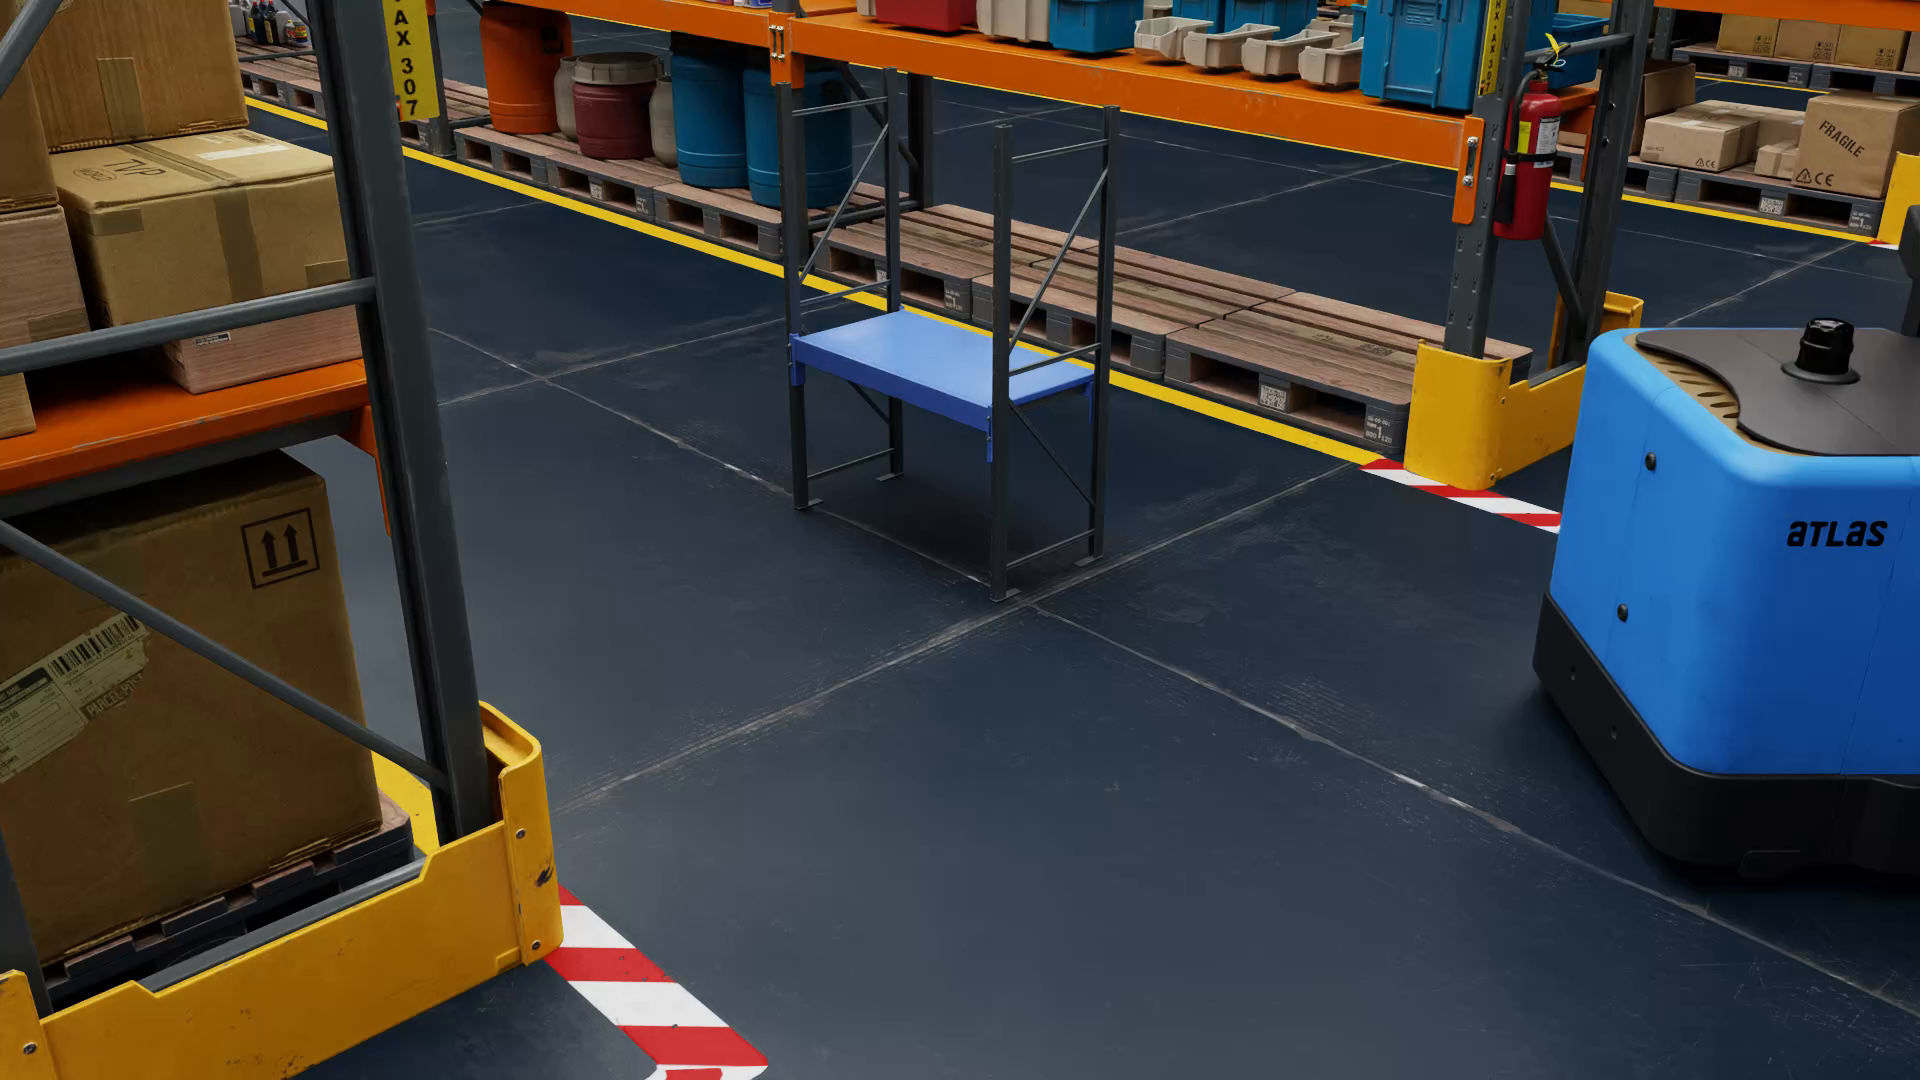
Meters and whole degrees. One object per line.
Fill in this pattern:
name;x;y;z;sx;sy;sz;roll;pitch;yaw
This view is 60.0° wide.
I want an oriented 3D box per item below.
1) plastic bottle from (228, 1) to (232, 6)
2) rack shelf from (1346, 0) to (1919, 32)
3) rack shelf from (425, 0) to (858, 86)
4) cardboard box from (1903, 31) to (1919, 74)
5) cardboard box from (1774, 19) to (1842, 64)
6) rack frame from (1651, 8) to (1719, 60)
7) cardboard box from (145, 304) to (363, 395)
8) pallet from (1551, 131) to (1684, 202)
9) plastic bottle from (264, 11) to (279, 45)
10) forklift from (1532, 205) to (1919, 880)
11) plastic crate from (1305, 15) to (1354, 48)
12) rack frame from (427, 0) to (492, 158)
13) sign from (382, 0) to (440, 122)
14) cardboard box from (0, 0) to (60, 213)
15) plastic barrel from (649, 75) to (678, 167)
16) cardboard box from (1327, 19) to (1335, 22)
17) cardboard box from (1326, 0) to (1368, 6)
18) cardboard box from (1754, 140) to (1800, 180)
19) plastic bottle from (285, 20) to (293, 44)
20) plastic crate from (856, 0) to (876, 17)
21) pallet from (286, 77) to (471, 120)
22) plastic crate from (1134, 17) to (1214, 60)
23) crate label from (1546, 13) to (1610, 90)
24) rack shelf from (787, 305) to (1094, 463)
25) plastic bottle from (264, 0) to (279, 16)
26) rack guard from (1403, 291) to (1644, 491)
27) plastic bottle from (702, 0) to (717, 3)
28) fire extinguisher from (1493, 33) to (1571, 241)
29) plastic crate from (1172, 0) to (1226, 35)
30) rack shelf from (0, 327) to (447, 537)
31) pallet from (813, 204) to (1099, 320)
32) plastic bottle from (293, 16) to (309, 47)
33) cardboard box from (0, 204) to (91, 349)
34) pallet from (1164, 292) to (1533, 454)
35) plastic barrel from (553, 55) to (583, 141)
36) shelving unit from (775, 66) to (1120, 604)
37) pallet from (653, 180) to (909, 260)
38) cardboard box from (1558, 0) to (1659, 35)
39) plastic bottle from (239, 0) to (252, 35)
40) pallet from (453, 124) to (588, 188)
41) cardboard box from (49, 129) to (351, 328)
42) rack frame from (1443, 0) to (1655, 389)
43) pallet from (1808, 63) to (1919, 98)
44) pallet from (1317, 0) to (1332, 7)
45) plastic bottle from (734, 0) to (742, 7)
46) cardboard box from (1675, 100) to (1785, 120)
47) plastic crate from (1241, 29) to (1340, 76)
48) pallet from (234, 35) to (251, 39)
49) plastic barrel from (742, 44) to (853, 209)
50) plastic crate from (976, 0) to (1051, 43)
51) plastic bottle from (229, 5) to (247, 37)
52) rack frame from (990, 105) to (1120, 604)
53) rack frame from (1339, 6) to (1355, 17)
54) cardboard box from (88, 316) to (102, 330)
plastic bottle;-6.929;-5.006;15.860;0.152;0.276;0.135;-22;33;-40
rack shelf;4.436;-3.438;10.539;1.077;0.370;4.000;-21;32;-38
rack shelf;-1.917;-3.246;10.118;1.077;0.370;4.000;-21;32;-38
cardboard box;8.178;-4.107;13.645;0.500;0.500;0.700;23;33;40
cardboard box;7.459;-4.423;14.336;0.700;0.500;0.500;-22;32;-39
rack frame;6.682;-5.778;14.801;1.000;3.000;0.127;-21;32;-38
cardboard box;-1.433;-0.437;3.397;0.380;0.149;0.250;-21;32;-38
pallet;4.375;-2.524;11.030;1.003;0.211;1.213;-21;32;-38
plastic bottle;-6.234;-4.636;15.041;0.061;0.283;0.133;-21;32;-38
forklift;3.161;-0.727;3.812;3.031;2.935;1.130;0;25;0
plastic crate;1.633;-2.157;7.110;0.250;0.136;0.298;-21;32;-38
rack frame;-3.284;-4.179;11.297;1.000;3.000;0.127;-21;32;-38
sign;-1.022;-0.936;3.049;0.100;0.325;0.005;-21;32;-38
cardboard box;-1.956;-0.832;2.878;0.500;0.500;0.500;-21;32;-38
plastic barrel;-1.714;-2.607;10.342;0.421;0.512;0.421;0;25;0
cardboard box;2.916;-3.650;12.618;0.500;0.500;0.500;22;33;39
cardboard box;4.355;-5.943;17.246;0.750;0.750;0.750;-22;32;-39
cardboard box;5.040;-2.314;10.091;0.380;0.166;0.250;-21;32;-38
plastic bottle;-6.054;-4.601;15.062;0.097;0.201;0.097;0;25;0
plastic crate;-0.336;-2.693;8.285;0.396;0.136;0.243;-21;32;-38
pallet;-4.614;-3.526;13.224;1.003;0.211;1.213;-21;32;-38
plastic crate;0.883;-2.112;7.011;0.298;0.136;0.250;-21;32;-38
crate label;2.256;-1.875;6.375;0.416;0.233;0.303;-21;32;-38
rack shelf;-0.058;-0.545;5.570;0.538;0.185;1.000;-21;32;-38
plastic bottle;-6.266;-4.748;15.206;0.144;0.351;0.185;-20;31;-37
rack guard;2.210;-0.615;6.495;1.175;0.500;0.348;-21;32;-38
plastic bottle;-1.305;-3.049;8.969;0.152;0.276;0.135;-21;32;-38
fire extinguisher;1.956;-1.376;5.695;0.296;0.674;0.183;-21;32;-38
plastic crate;1.151;-2.365;7.449;0.416;0.233;0.300;-21;32;-38
rack shelf;-2.798;-0.629;4.381;1.077;0.370;4.000;-21;32;-38
pallet;-0.019;-1.487;8.755;1.003;0.211;1.213;-21;32;-38
plastic bottle;-5.915;-4.571;14.912;0.097;0.271;0.097;0;25;0
cardboard box;-1.956;-0.489;3.030;0.500;0.250;0.500;-22;32;-39
pallet;1.649;-0.748;7.134;1.003;0.211;1.213;-21;32;-38
plastic barrel;-2.486;-2.949;11.092;0.421;0.512;0.421;0;25;0
shelving unit;-0.058;-0.708;5.495;0.538;1.500;1.048;-21;32;-38
pallet;-1.047;-1.944;9.757;1.003;0.211;1.213;-21;32;-38
cardboard box;6.143;-5.151;15.511;0.750;0.750;0.750;-21;32;-38
plastic bottle;-6.686;-4.934;15.613;0.144;0.351;0.185;-22;32;-39
pallet;-2.714;-2.683;11.378;1.003;0.211;1.213;-21;32;-38
cardboard box;-1.562;-0.639;3.360;0.500;0.250;0.500;-22;33;-40
rack frame;2.184;-1.755;5.984;1.000;3.000;0.127;-21;32;-38
pallet;7.983;-3.887;14.016;1.003;0.211;1.213;-21;32;-38
pallet;3.415;-5.958;18.556;1.003;0.211;1.213;-21;32;-38
plastic bottle;-1.154;-2.932;8.802;0.097;0.201;0.097;0;25;0
cardboard box;4.955;-2.657;10.743;0.500;0.250;0.500;-21;32;-38
plastic crate;1.307;-1.950;6.657;0.396;0.136;0.243;-21;32;-38
pallet;-7.284;-4.707;15.814;1.003;0.211;1.213;-21;32;-38
plastic barrel;-0.909;-2.373;9.361;0.600;0.901;0.708;-21;32;-38
plastic crate;0.360;-2.426;7.524;0.437;0.282;0.530;-21;32;-38
plastic bottle;-6.777;-4.851;15.520;0.152;0.276;0.135;-21;32;-38
rack frame;0.289;-0.554;5.158;0.500;1.500;0.032;-21;32;-38
rack frame;3.069;-4.371;11.718;1.000;3.000;0.127;-21;32;-38
cardboard box;-1.785;-0.592;3.736;0.380;0.149;0.250;-22;33;-40
